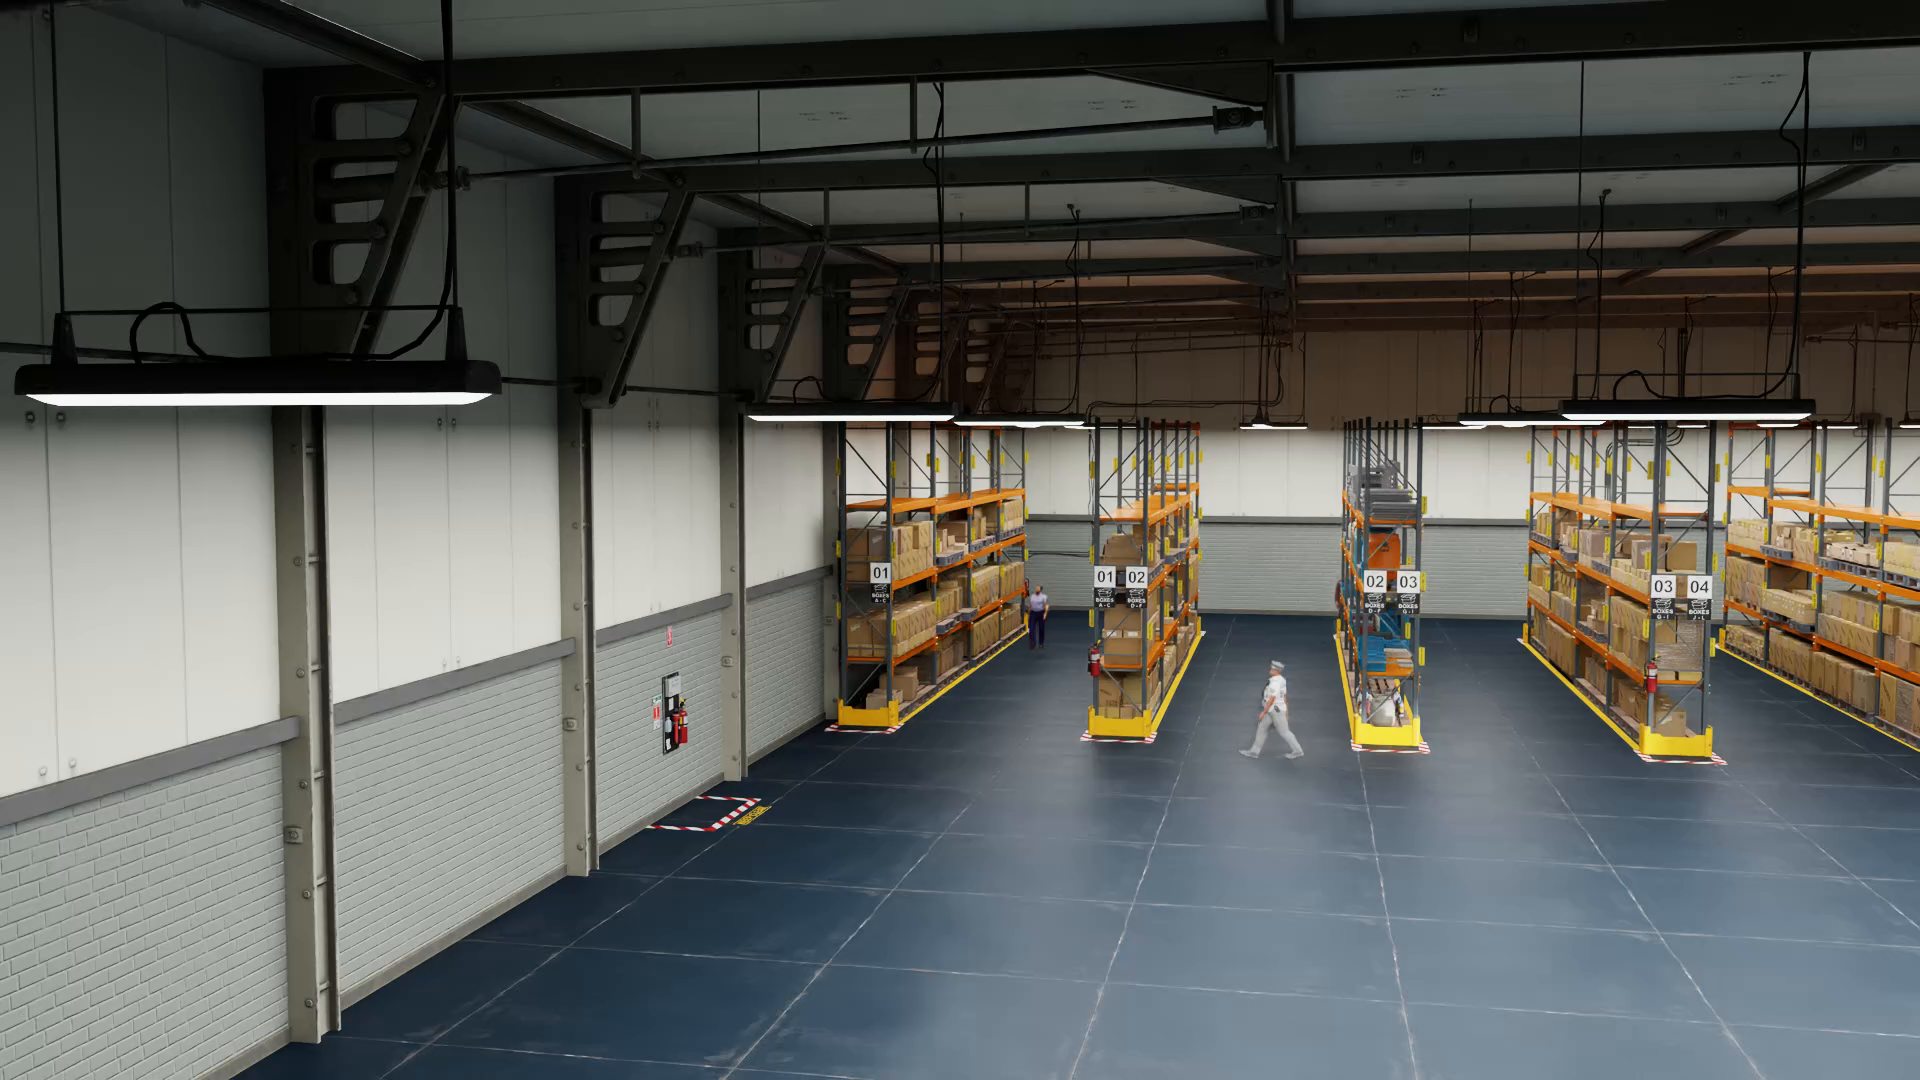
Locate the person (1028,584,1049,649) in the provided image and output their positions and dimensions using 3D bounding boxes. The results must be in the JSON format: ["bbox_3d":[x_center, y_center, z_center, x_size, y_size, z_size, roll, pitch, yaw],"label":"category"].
[{"bbox_3d":[1.955,1.923,41.840,0.562,1.639,0.597,1,4,12],"label":"person"}]

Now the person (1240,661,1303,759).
[{"bbox_3d":[5.441,2.972,29.009,1.006,1.721,0.534,0,4,-6],"label":"person"}]

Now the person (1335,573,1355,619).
[{"bbox_3d":[10.974,1.771,47.202,0.648,1.796,0.570,0,4,2],"label":"person"}]
